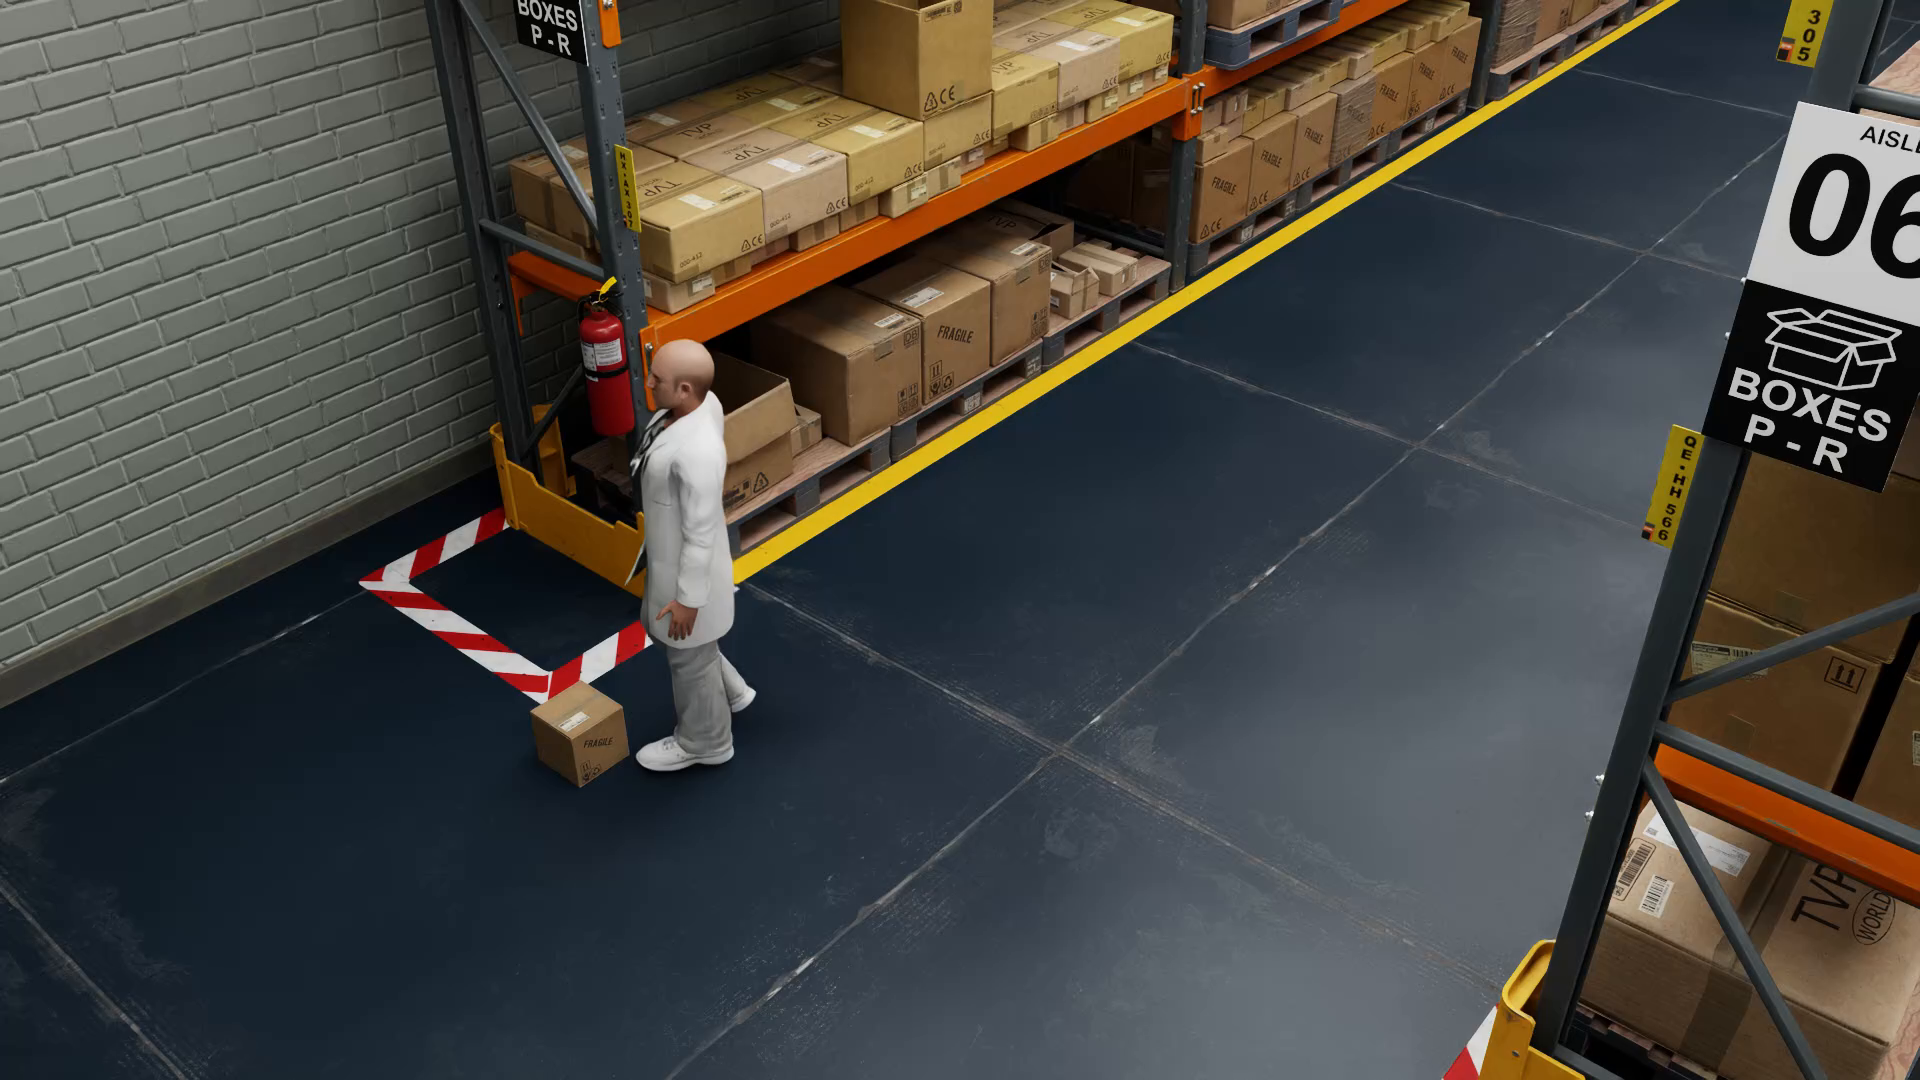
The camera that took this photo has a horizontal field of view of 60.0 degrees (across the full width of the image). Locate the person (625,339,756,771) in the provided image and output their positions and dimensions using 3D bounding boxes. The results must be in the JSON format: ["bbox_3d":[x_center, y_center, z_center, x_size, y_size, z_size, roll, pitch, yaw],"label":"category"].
[{"bbox_3d":[-1.020,0.109,6.022,0.483,1.830,0.617,-6,35,-9],"label":"person"}]
